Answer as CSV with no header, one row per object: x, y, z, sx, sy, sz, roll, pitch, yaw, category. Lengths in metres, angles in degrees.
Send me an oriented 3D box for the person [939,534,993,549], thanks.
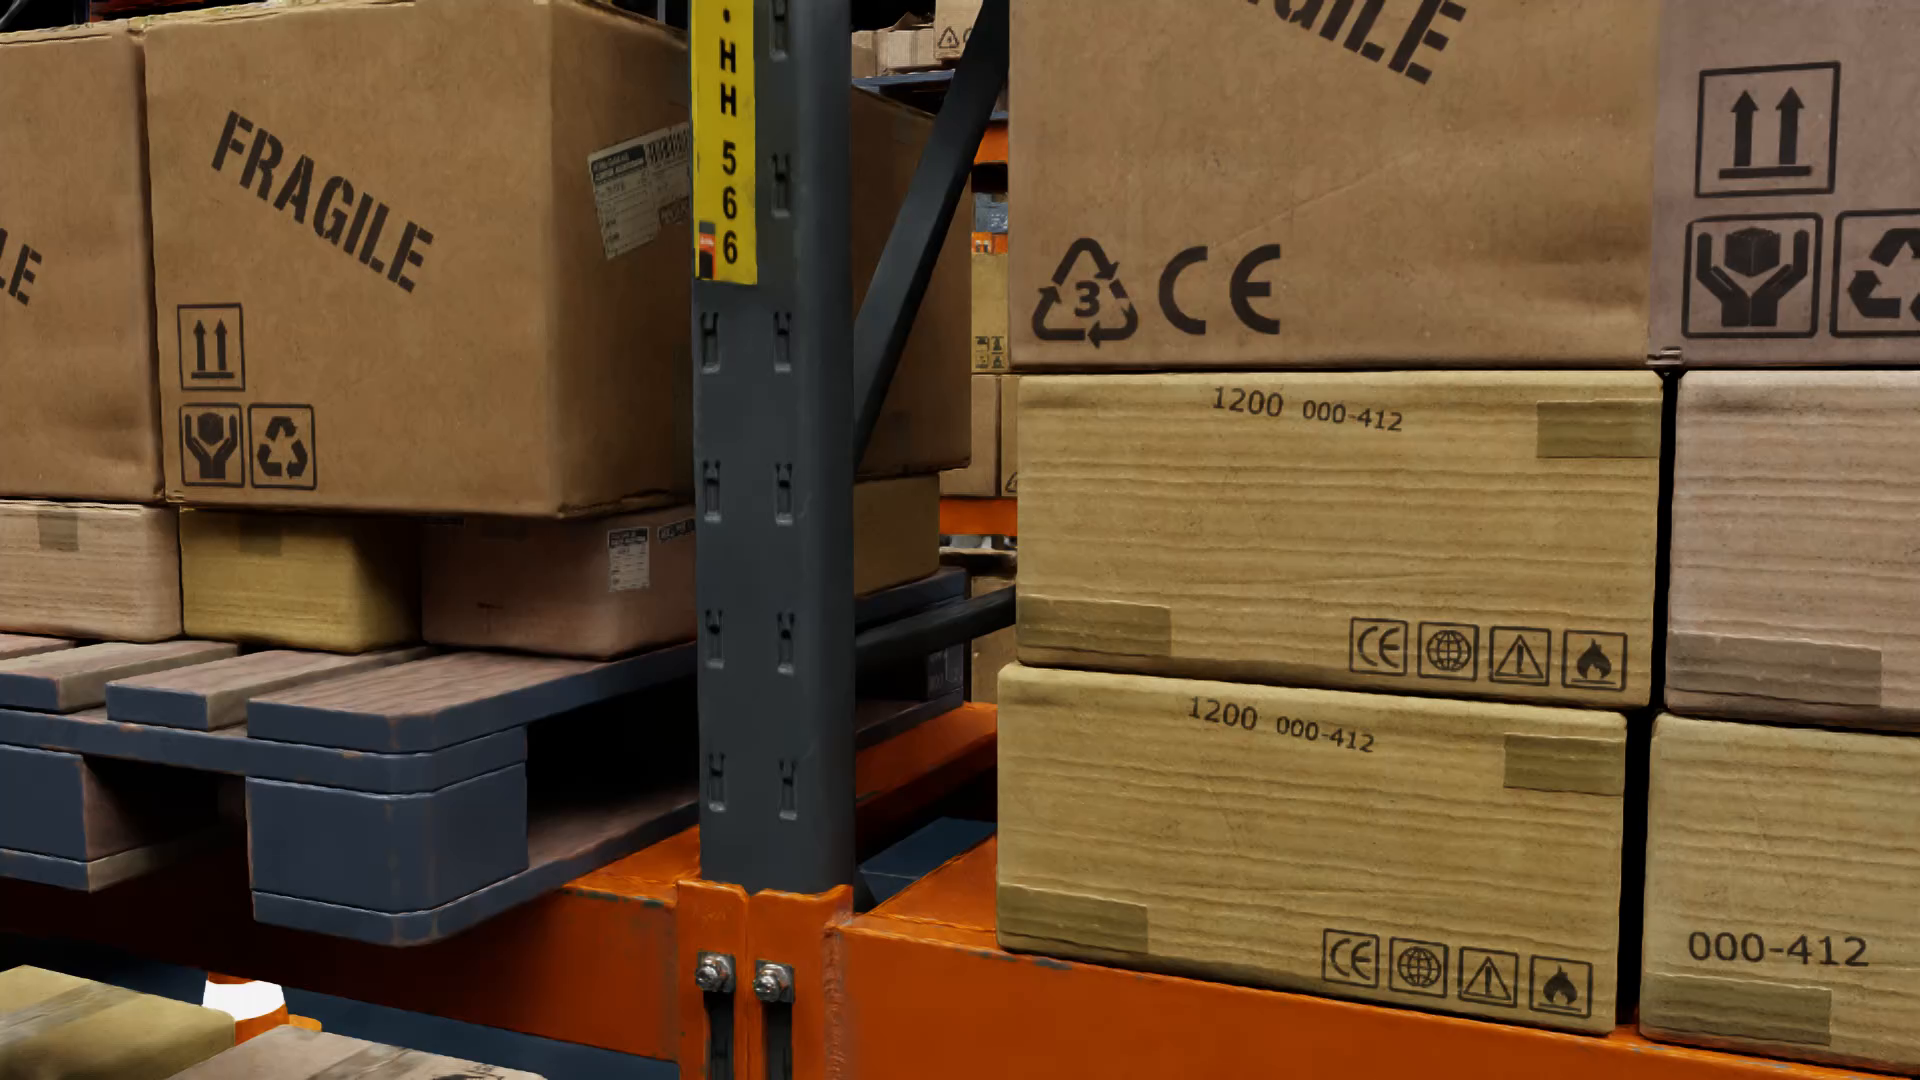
-0.097,-0.043,10.319,0.610,1.640,0.479,3,6,29,person
